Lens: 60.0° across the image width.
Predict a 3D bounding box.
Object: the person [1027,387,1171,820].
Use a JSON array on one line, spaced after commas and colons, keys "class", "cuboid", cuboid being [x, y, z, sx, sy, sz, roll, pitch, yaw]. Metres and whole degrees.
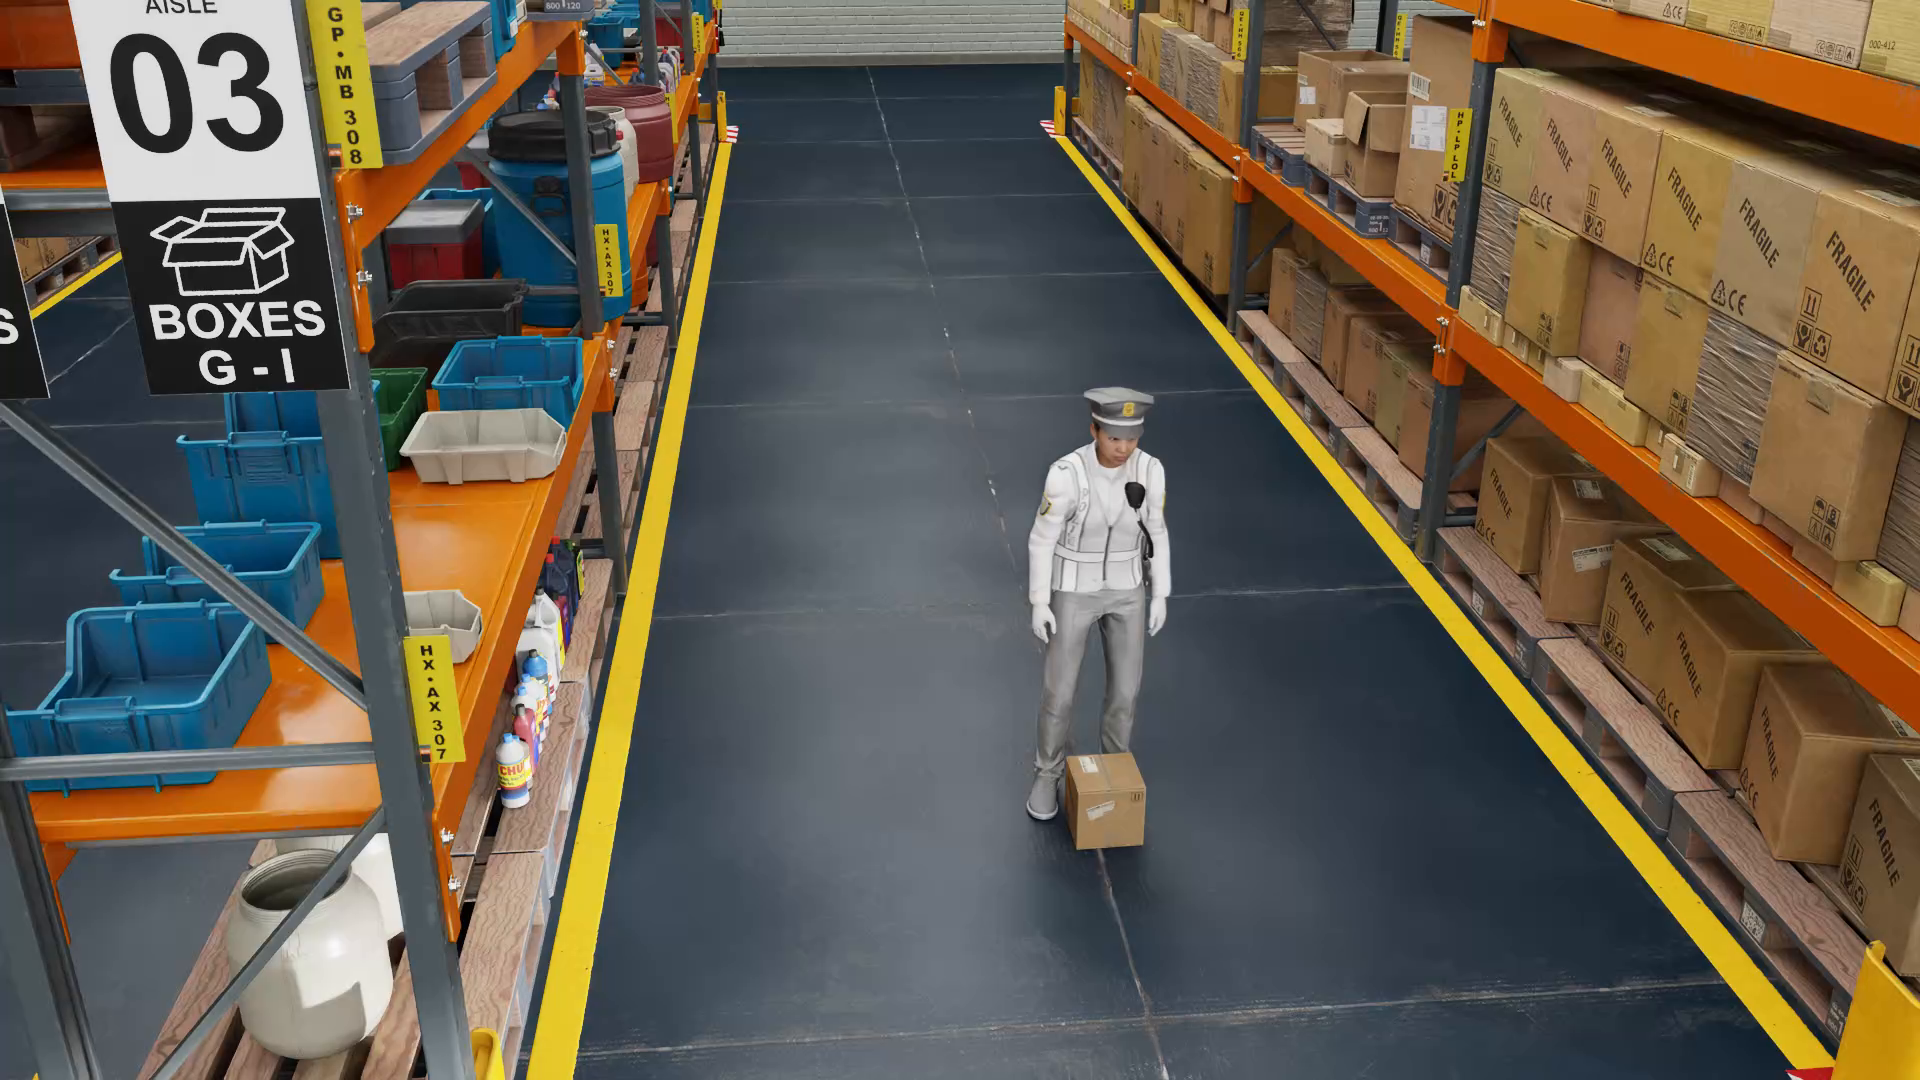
[{"class": "person", "cuboid": [0.510, 0.222, 6.095, 0.543, 1.662, 0.376, -4, 24, -8]}]
